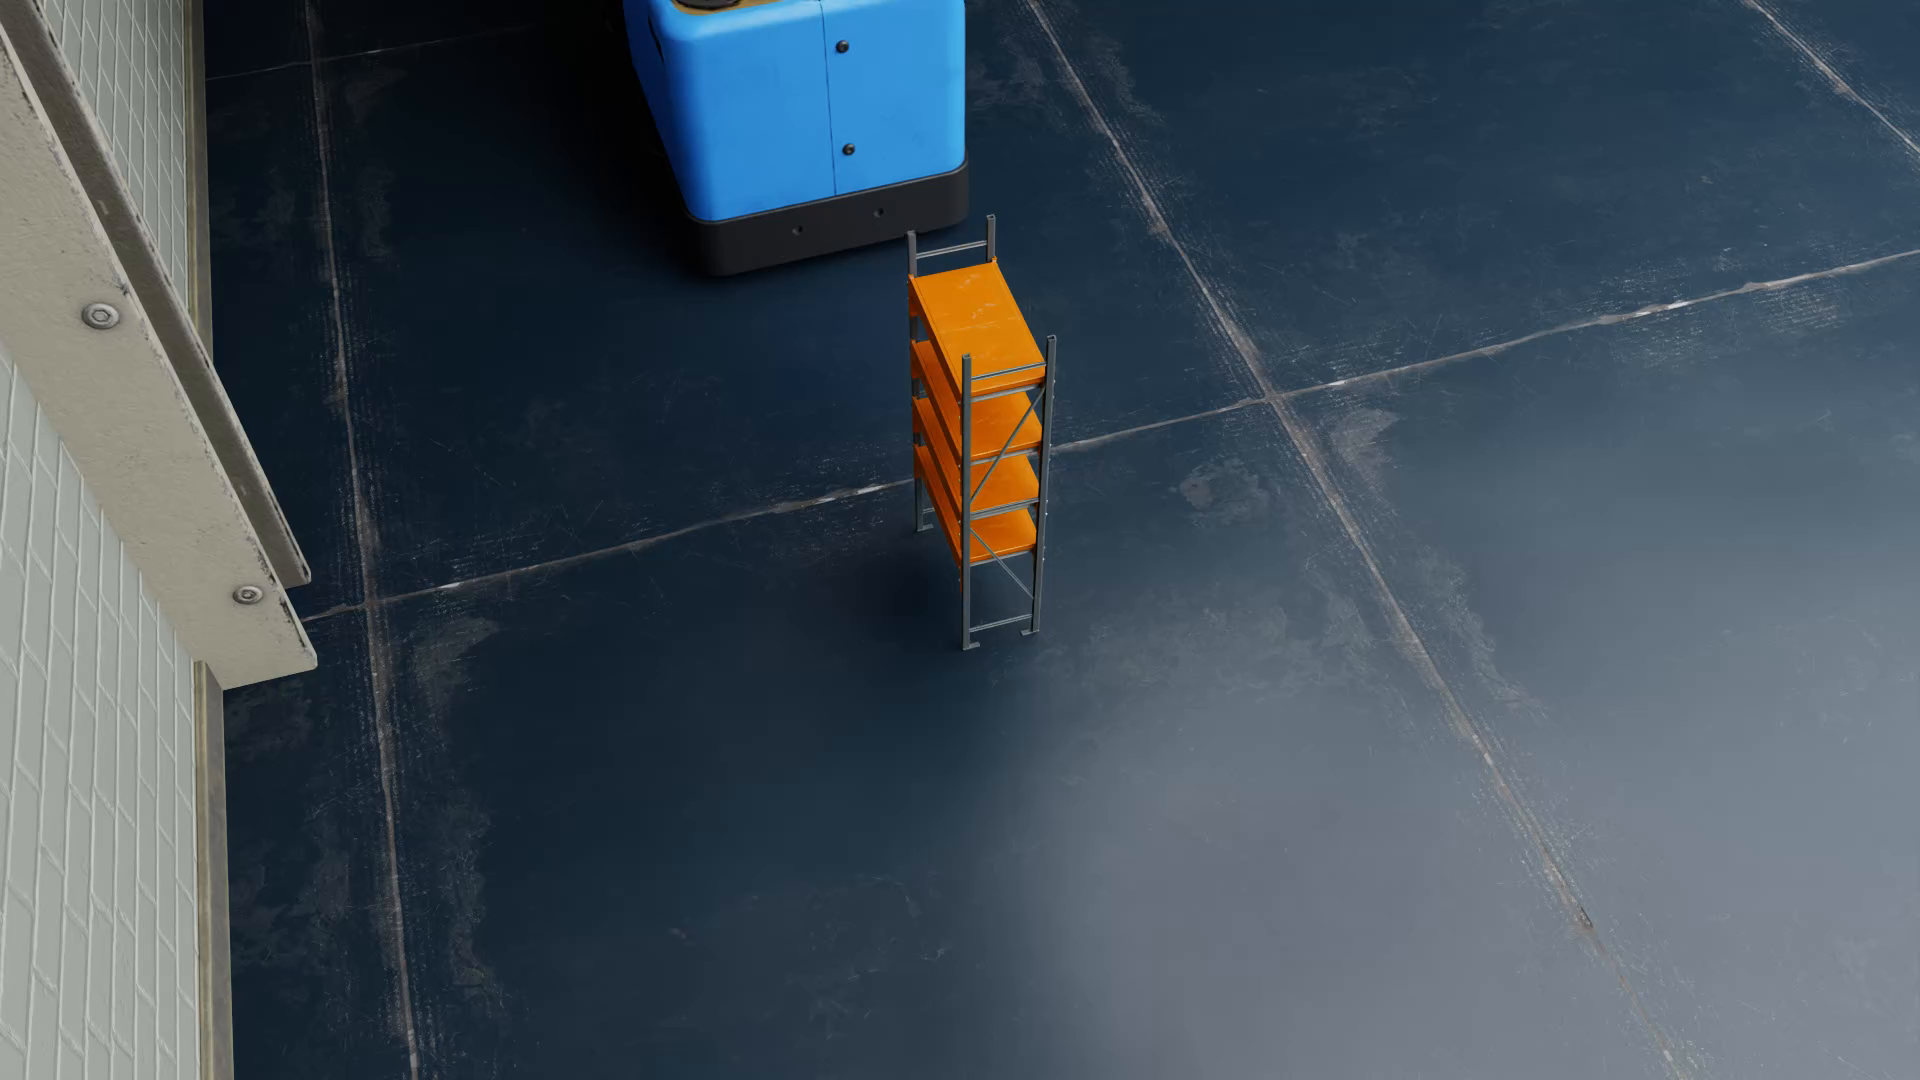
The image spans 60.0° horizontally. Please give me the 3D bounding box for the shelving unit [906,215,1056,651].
[{"bbox_3d":[0.049,-0.266,4.689,0.258,1.200,0.503,-13,51,-11],"label":"shelving unit"}]

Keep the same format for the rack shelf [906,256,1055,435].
[{"bbox_3d":[0.049,-0.519,4.389,0.258,0.148,0.480,-13,51,-11],"label":"rack shelf"}]

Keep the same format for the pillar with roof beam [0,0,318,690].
[{"bbox_3d":[2.001,-3.605,2.403,9.100,9.000,0.400,-13,51,-11],"label":"pillar with roof beam"}]

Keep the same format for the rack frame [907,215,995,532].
[{"bbox_3d":[-0.023,-0.444,4.840,0.240,1.200,0.015,-13,51,-11],"label":"rack frame"}]

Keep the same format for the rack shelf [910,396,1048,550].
[{"bbox_3d":[0.049,-0.222,4.741,0.258,0.148,0.480,-13,51,-11],"label":"rack shelf"}]

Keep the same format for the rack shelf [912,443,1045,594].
[{"bbox_3d":[0.049,-0.094,4.893,0.258,0.148,0.480,-13,51,-11],"label":"rack shelf"}]

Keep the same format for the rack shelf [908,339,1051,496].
[{"bbox_3d":[0.049,-0.367,4.570,0.258,0.148,0.480,-13,51,-11],"label":"rack shelf"}]

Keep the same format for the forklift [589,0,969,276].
[{"bbox_3d":[-0.926,-3.044,5.899,1.130,2.935,3.031,-15,51,-12],"label":"forklift"}]

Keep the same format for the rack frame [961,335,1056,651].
[{"bbox_3d":[0.121,-0.088,4.539,0.240,1.200,0.015,-13,51,-11],"label":"rack frame"}]
